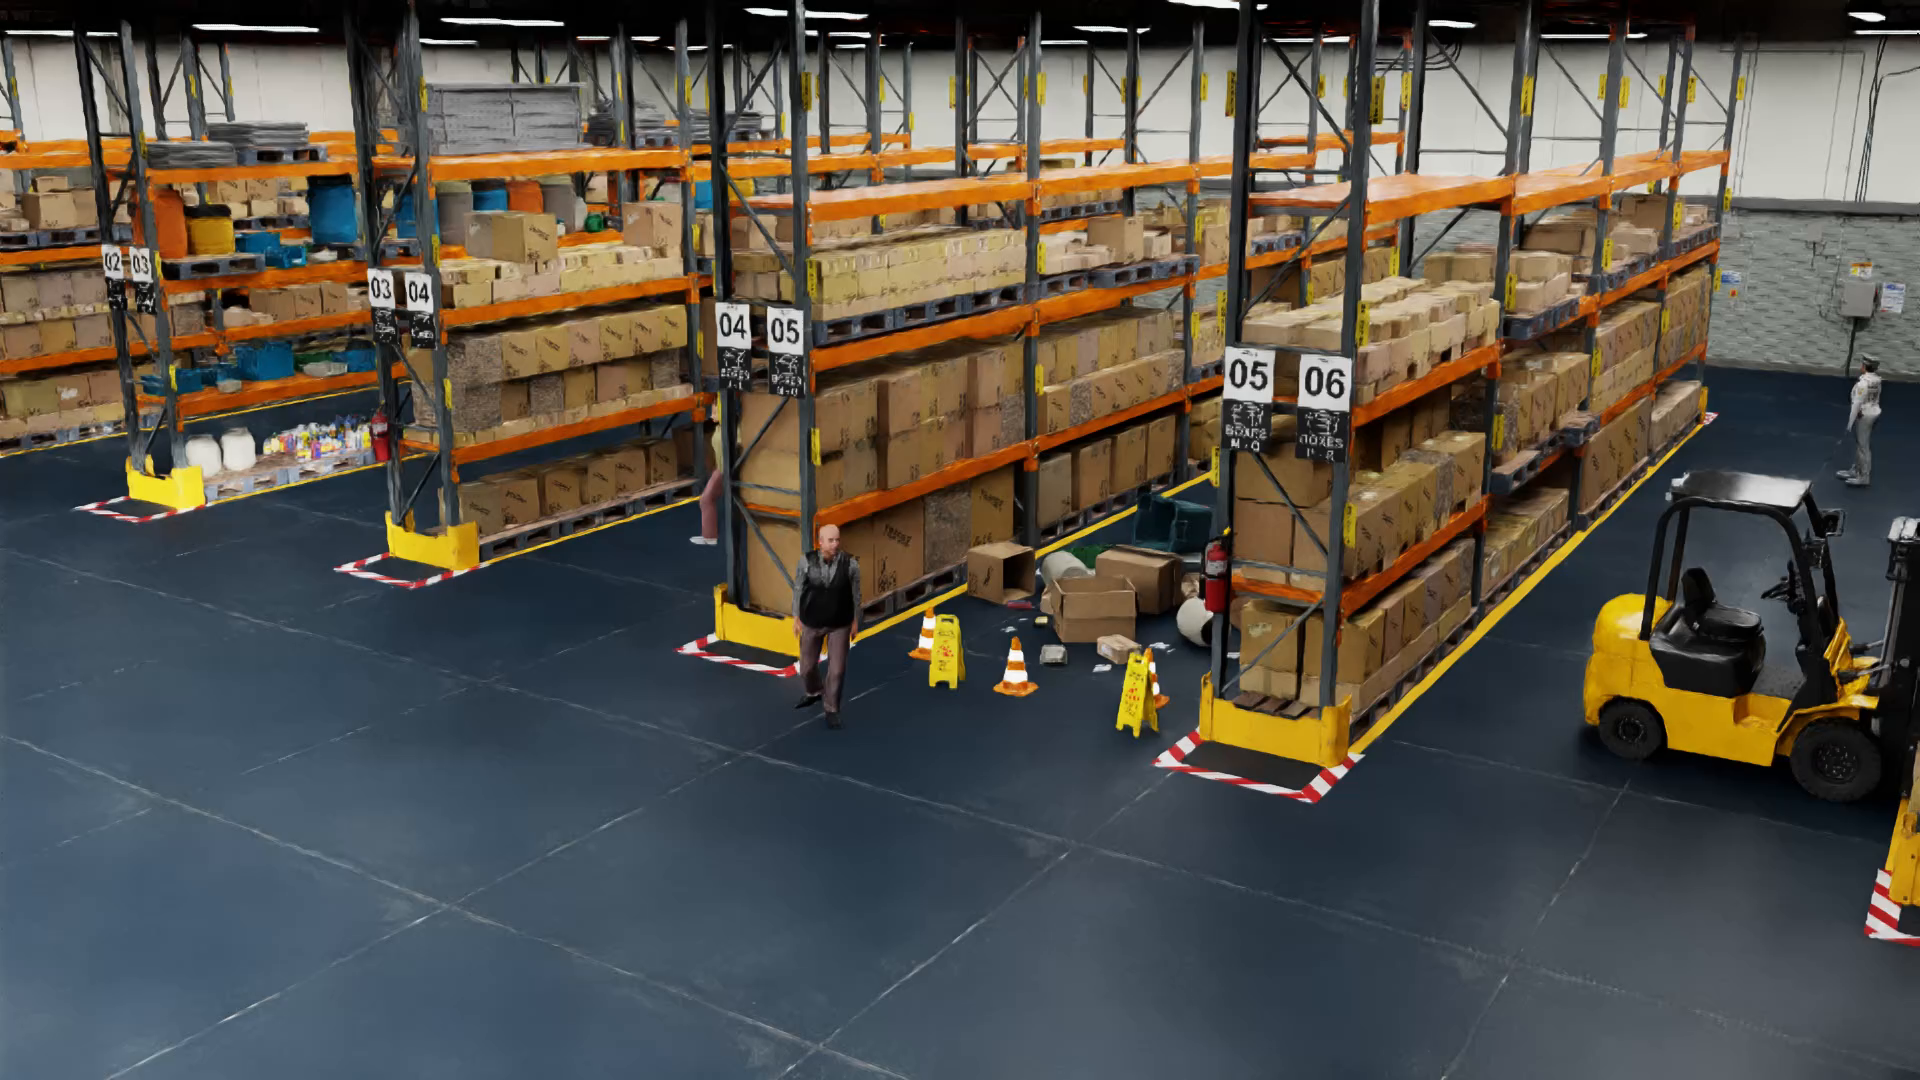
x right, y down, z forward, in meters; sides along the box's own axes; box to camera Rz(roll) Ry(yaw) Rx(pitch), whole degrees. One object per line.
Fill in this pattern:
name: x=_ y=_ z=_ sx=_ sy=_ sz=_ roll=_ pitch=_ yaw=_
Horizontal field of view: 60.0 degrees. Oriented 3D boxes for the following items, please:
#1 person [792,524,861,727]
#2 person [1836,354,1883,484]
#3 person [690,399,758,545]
person: x=-1.095 y=0.663 z=13.666 sx=0.576 sy=1.710 sz=0.541 roll=-1 pitch=16 yaw=-3
person: x=11.825 y=-1.601 z=21.814 sx=0.564 sy=1.668 sz=0.509 roll=-12 pitch=20 yaw=-38
person: x=-2.416 y=-0.732 z=17.788 sx=0.944 sy=1.597 sz=0.491 roll=-11 pitch=19 yaw=-34
